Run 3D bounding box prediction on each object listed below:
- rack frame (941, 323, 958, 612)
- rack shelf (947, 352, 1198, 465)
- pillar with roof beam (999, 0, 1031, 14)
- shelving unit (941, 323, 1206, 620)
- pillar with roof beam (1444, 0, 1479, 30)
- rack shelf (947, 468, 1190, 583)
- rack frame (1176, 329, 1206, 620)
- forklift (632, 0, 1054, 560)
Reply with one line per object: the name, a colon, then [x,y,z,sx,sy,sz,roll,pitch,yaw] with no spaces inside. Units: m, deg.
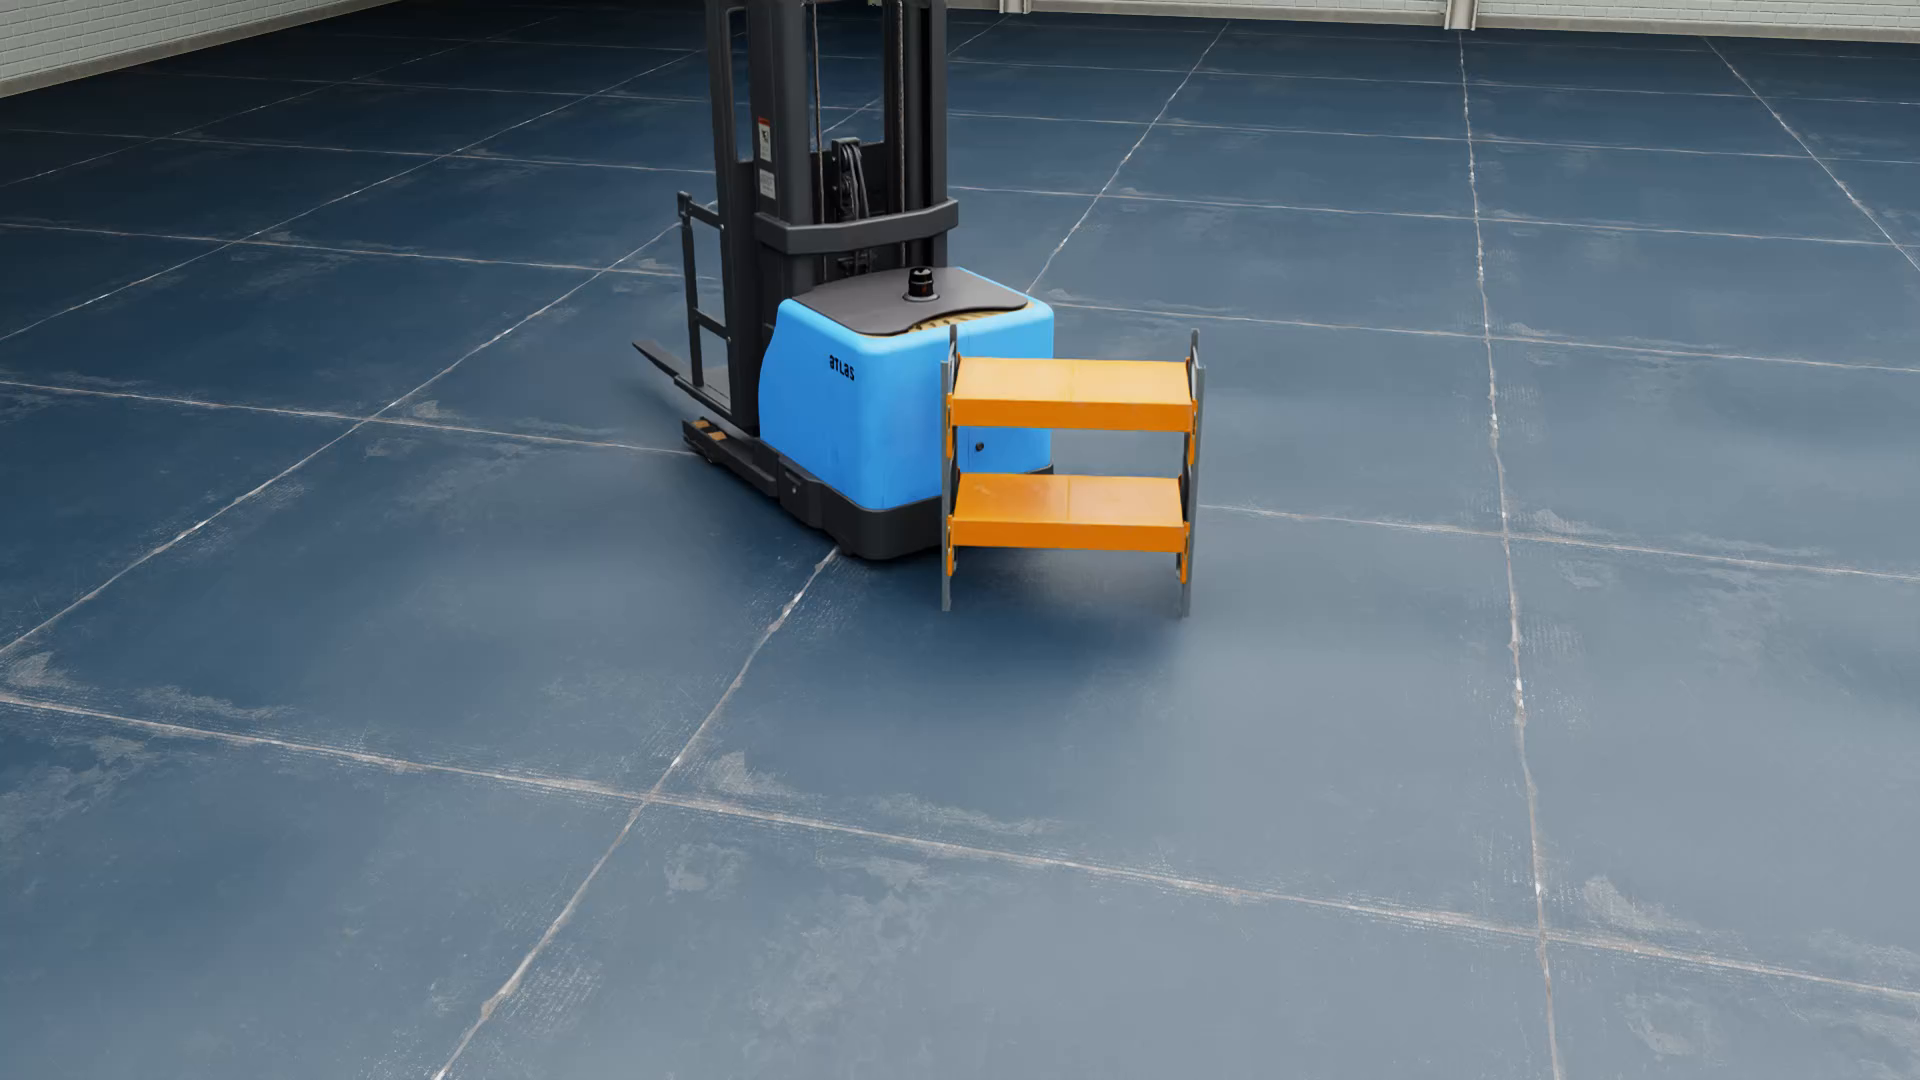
rack frame: [-0.043,-0.306,7.084,0.032,1.125,0.500,2,26,4]
rack shelf: [0.464,-0.555,6.926,1.000,0.278,0.538,2,26,4]
pillar with roof beam: [-0.296,-9.668,17.589,0.400,9.000,9.100,6,26,13]
shelving unit: [0.464,-0.290,7.051,1.048,1.125,0.538,2,26,4]
pillar with roof beam: [5.515,-9.026,16.240,0.400,9.000,9.100,6,26,13]
rack shelf: [0.464,-0.070,7.157,1.000,0.278,0.538,2,26,4]
rack frame: [0.971,-0.275,7.019,0.032,1.125,0.500,2,26,4]
forklift: [-0.793,-1.818,8.159,1.130,2.935,3.031,-16,30,-30]
